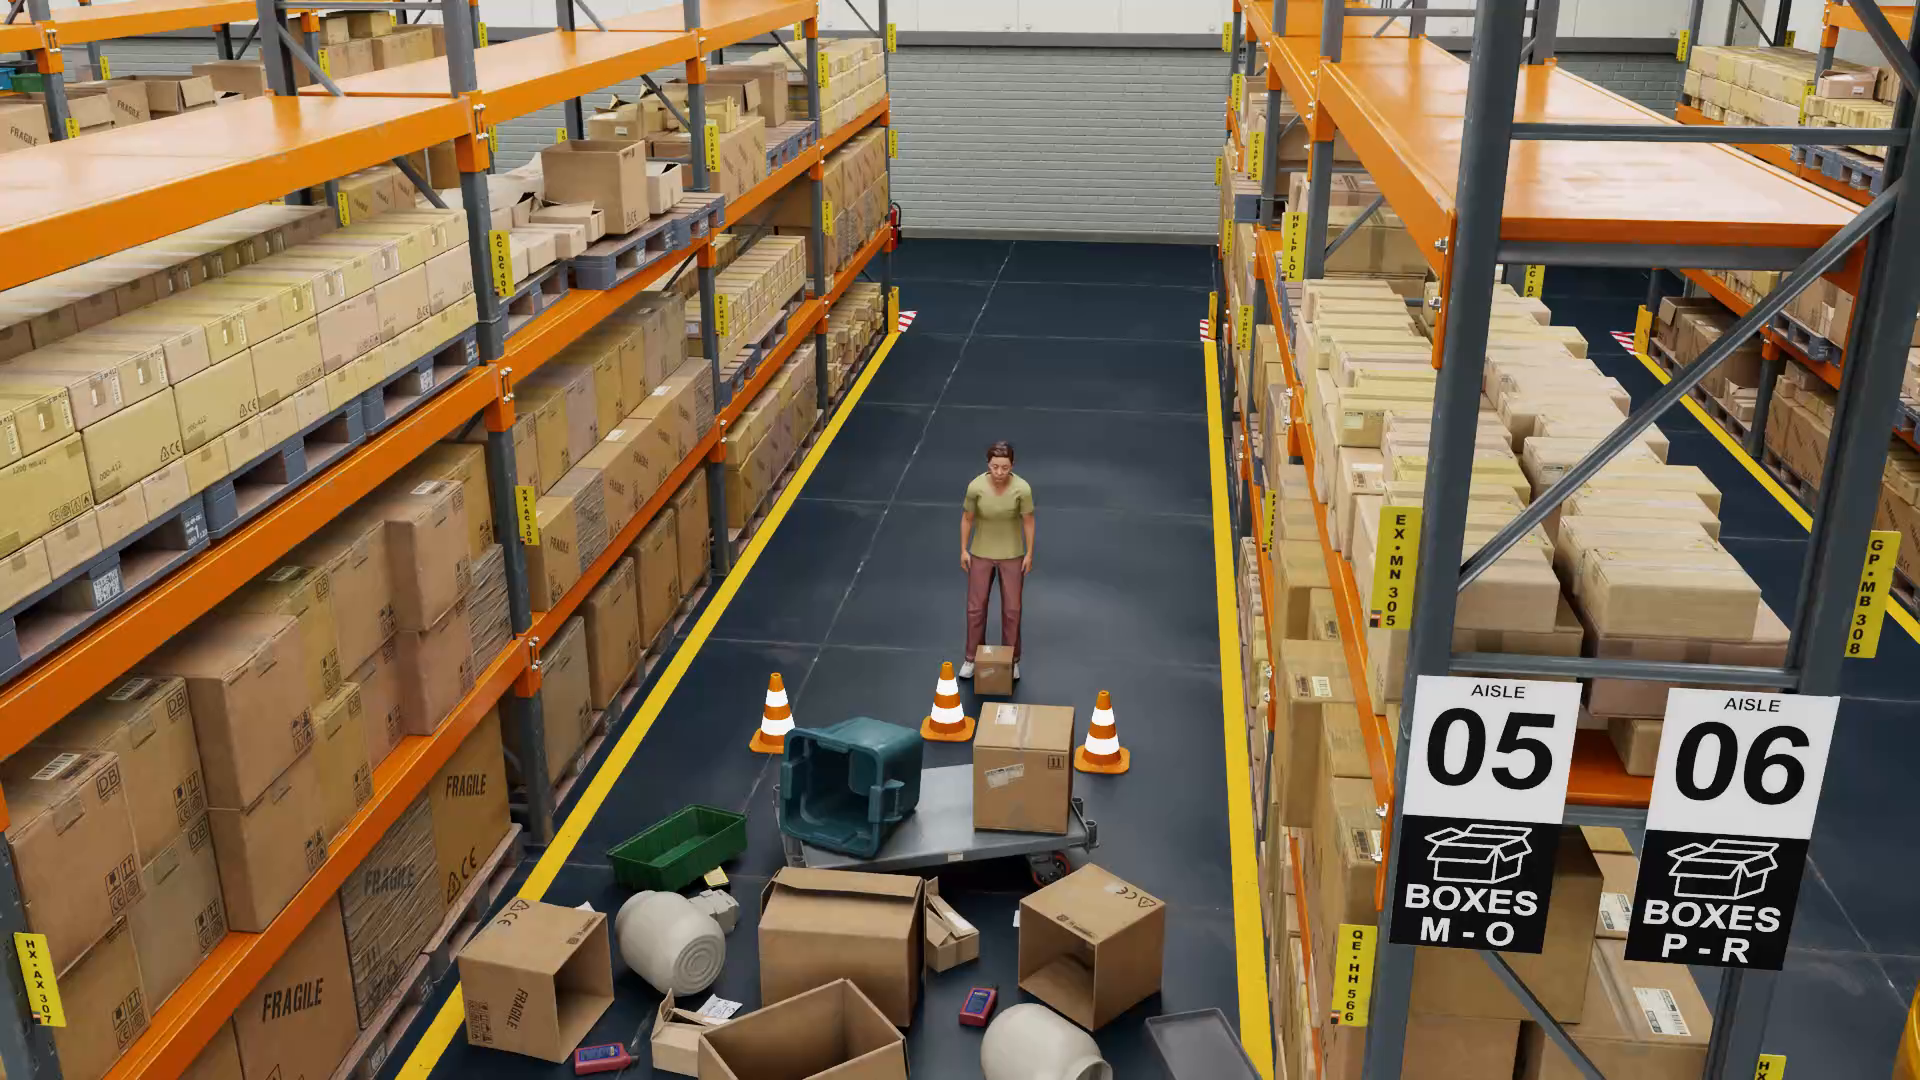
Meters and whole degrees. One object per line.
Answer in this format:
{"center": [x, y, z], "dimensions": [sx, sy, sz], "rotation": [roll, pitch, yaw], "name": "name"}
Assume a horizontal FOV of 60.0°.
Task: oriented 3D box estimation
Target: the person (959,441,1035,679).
{"center": [0.250, 0.140, 11.180], "dimensions": [0.499, 1.635, 0.356], "rotation": [2, 21, 4], "name": "person"}
